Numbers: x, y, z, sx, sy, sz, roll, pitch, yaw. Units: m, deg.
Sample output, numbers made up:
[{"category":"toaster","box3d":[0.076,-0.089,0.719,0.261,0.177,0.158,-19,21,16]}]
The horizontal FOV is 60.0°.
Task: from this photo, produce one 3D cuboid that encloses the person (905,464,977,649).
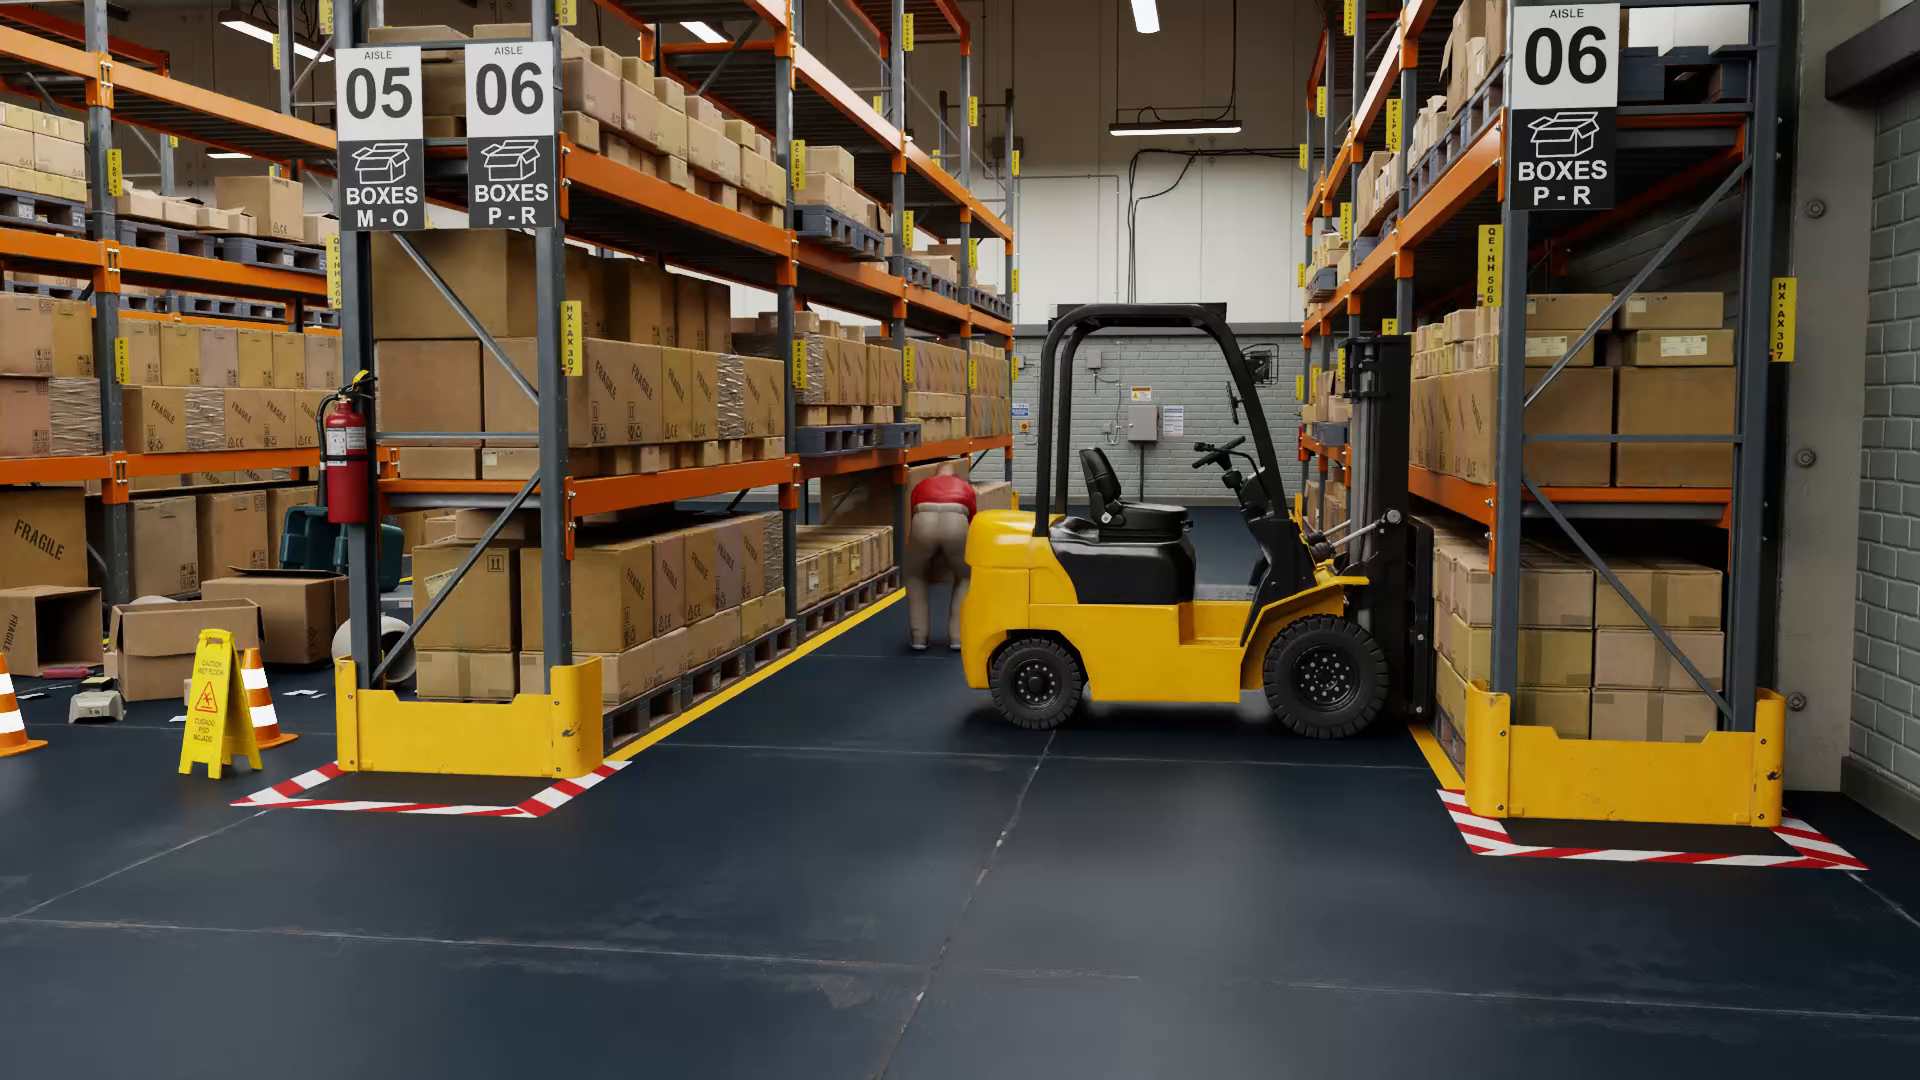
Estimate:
[{"category":"person","box3d":[-0.120,0.110,11.491,0.496,1.243,0.916,0,4,4]}]
